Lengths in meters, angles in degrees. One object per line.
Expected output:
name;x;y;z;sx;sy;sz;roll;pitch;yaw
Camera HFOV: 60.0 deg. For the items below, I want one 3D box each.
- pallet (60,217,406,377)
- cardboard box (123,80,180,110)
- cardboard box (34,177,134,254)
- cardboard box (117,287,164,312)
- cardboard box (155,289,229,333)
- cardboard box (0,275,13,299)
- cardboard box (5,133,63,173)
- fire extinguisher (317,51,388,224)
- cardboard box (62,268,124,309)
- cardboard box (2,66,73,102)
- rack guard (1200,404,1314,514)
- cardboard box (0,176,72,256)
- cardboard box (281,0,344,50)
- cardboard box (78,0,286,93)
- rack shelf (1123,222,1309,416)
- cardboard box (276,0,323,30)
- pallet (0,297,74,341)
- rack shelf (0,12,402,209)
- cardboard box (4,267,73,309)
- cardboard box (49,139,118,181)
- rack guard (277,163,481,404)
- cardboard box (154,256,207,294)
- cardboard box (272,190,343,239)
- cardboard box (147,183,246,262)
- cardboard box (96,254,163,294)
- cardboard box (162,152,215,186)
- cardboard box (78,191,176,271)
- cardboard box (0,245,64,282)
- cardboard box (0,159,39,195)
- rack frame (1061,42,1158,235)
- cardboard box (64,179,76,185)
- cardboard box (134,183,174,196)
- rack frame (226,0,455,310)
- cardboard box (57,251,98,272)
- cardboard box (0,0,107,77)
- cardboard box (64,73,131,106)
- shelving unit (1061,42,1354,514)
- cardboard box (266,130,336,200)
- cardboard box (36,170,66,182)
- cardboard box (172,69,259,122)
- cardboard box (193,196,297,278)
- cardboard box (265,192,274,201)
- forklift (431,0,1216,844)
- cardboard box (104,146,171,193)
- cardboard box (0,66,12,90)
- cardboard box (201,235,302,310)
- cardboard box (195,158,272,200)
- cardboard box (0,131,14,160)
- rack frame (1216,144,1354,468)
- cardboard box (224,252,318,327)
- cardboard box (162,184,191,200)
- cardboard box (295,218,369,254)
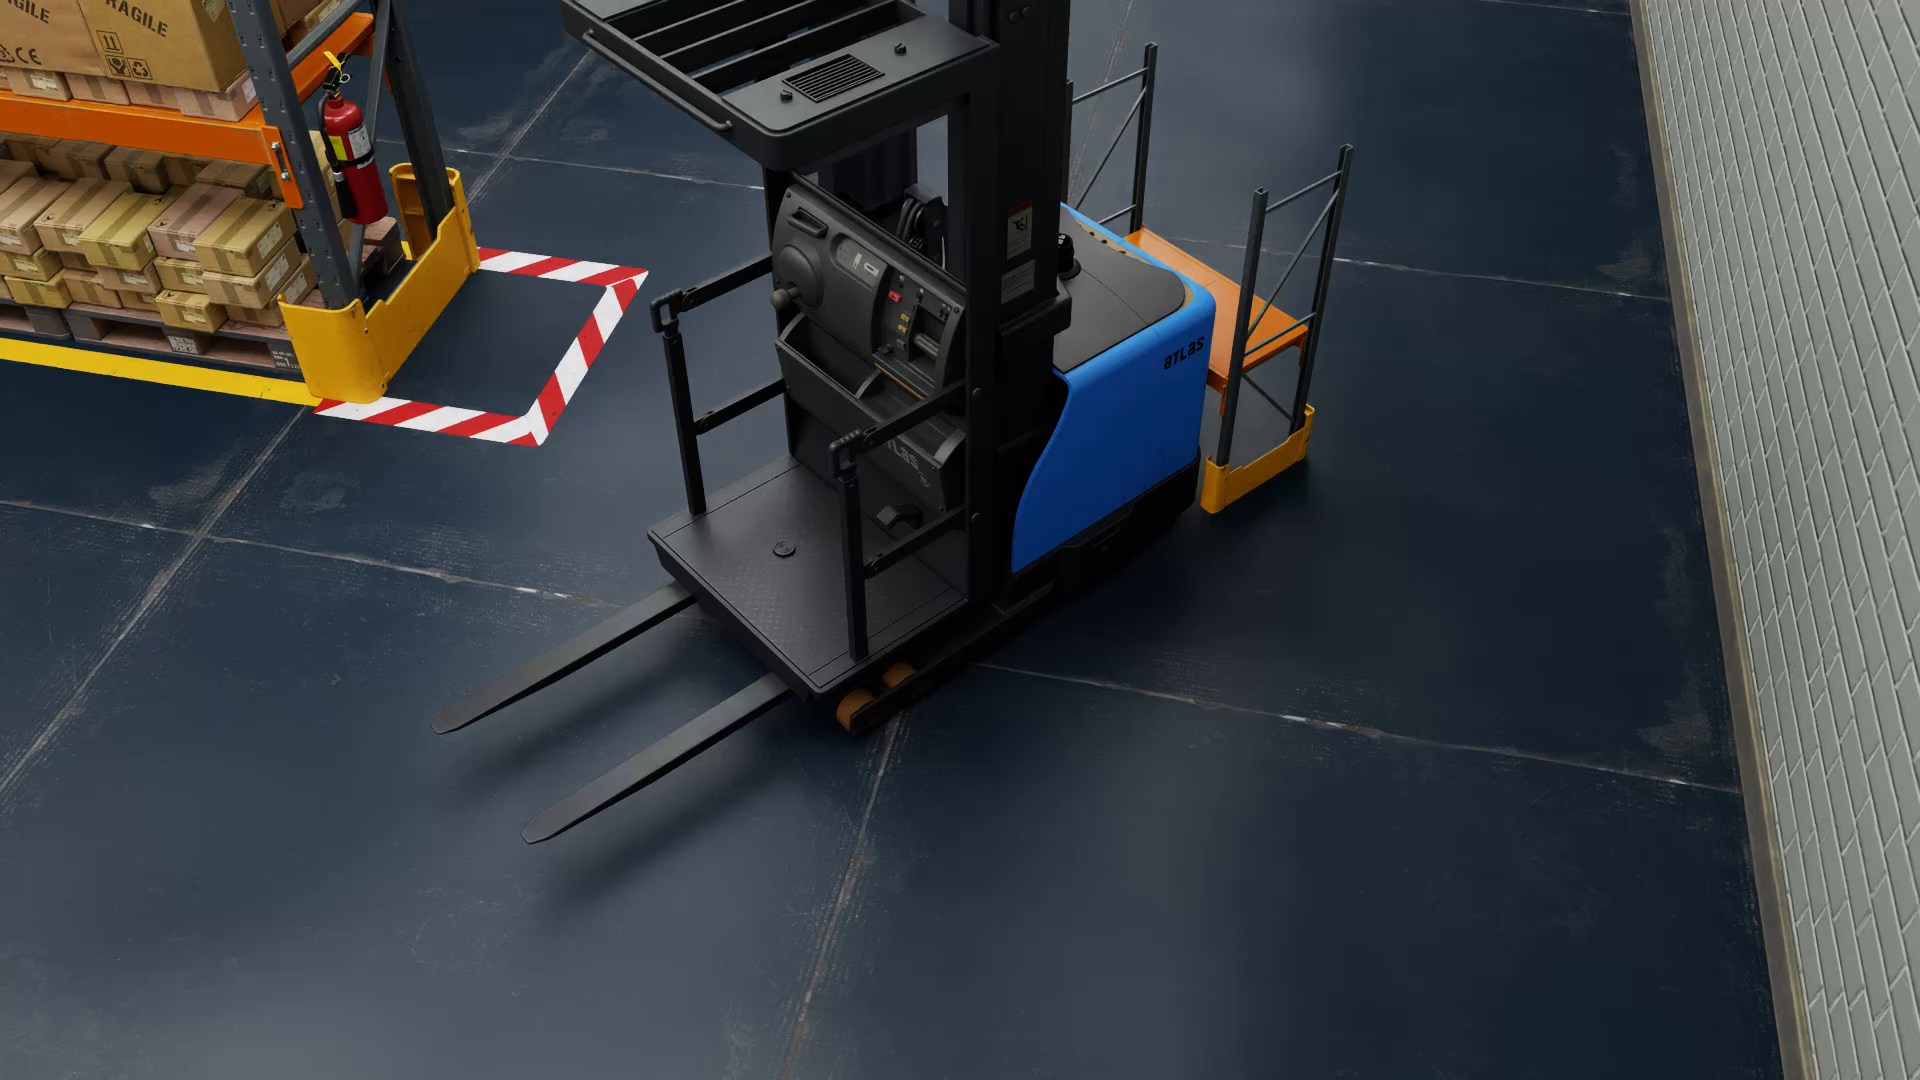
pallet;-3.419;-1.238;7.884;1.213;0.211;1.003;9;45;9
cardboard box;-3.175;-1.915;6.758;0.250;0.149;0.380;9;45;9
cardboard box;-3.884;-1.444;7.411;0.250;0.149;0.380;7;44;7
cardboard box;-3.631;-1.216;7.603;0.250;0.149;0.380;9;45;9
cardboard box;-3.392;-1.118;7.501;0.250;0.149;0.380;10;45;10
cardboard box;-4.400;-1.296;7.686;0.250;0.149;0.380;10;45;10
cardboard box;-4.286;-1.918;7.904;0.250;0.149;0.380;9;45;10
fire extinguisher;-2.415;-1.572;6.545;0.183;0.674;0.296;9;45;9
cardboard box;-3.875;-1.244;7.633;0.250;0.149;0.380;9;45;9
cardboard box;-3.677;-1.966;6.810;0.250;0.149;0.380;10;45;10
rack guard;1.239;-0.345;6.928;0.587;0.250;0.087;-30;51;-27
cardboard box;-4.158;-1.447;7.414;0.250;0.149;0.380;10;45;11
cardboard box;-2.805;-2.265;7.121;0.250;0.149;0.380;8;45;9
cardboard box;-3.055;-2.121;6.504;0.500;0.500;0.500;10;45;10
rack shelf;0.914;-0.936;6.900;0.538;0.185;1.000;-30;51;-27
cardboard box;-2.938;-2.483;6.880;0.500;0.500;0.500;11;45;11
pallet;-4.606;-1.424;8.078;1.213;0.211;1.003;9;45;9
rack shelf;-4.512;-2.128;7.317;4.000;0.370;1.077;9;45;9
cardboard box;-4.138;-1.241;7.629;0.250;0.149;0.380;7;44;7
cardboard box;-4.039;-1.847;7.830;0.250;0.149;0.380;10;45;11
rack guard;-2.634;-1.195;7.631;0.348;0.500;1.175;9;45;9
cardboard box;-3.381;-1.279;7.454;0.250;0.149;0.380;8;44;8
cardboard box;-3.015;-1.569;7.755;0.250;0.149;0.380;11;45;11
cardboard box;-3.365;-1.408;7.374;0.250;0.149;0.380;10;45;10
cardboard box;-3.645;-1.280;7.455;0.250;0.149;0.380;7;44;7
cardboard box;-3.510;-1.817;7.799;0.250;0.149;0.380;9;45;9
cardboard box;-3.645;-1.362;7.326;0.250;0.149;0.380;8;44;8
cardboard box;-4.153;-1.350;7.528;0.250;0.149;0.380;9;45;10
cardboard box;-4.391;-1.562;7.534;0.250;0.149;0.380;7;44;8
rack frame;0.589;-1.336;7.057;0.500;1.500;0.032;-30;51;-27
cardboard box;-4.035;-1.714;7.906;0.250;0.149;0.380;7;44;7
cardboard box;-3.755;-1.738;7.931;0.250;0.149;0.380;10;45;10
rack frame;-2.560;-2.084;6.753;0.127;3.000;1.000;9;45;9
cardboard box;-3.885;-1.390;7.570;0.250;0.149;0.380;8;45;9
cardboard box;-3.556;-2.203;6.589;0.500;0.500;0.500;8;45;8
cardboard box;-3.423;-1.943;6.787;0.250;0.149;0.380;8;45;9
shelving unit;0.920;-1.061;6.770;0.587;1.500;1.083;-30;51;-27
cardboard box;-2.997;-1.732;7.711;0.250;0.149;0.380;7;44;7
cardboard box;-4.309;-1.727;7.920;0.250;0.149;0.380;11;45;11
cardboard box;-2.940;-1.852;6.692;0.250;0.149;0.380;9;45;9
cardboard box;-3.132;-1.332;7.294;0.250;0.149;0.380;9;45;10
cardboard box;-3.270;-1.648;7.838;0.250;0.149;0.380;9;45;9
forklift;-0.476;-0.769;5.436;3.031;2.935;1.130;-31;52;-28
cardboard box;-3.771;-1.799;7.780;0.250;0.149;0.380;7;44;7
cardboard box;-3.927;-2.025;6.872;0.250;0.149;0.380;7;44;7
cardboard box;-3.138;-1.202;7.375;0.250;0.149;0.380;8;44;8
cardboard box;-3.293;-1.692;7.669;0.250;0.149;0.380;10;45;10
cardboard box;-4.552;-1.891;7.876;0.250;0.149;0.380;9;45;9
rack frame;1.240;-0.795;6.494;0.500;1.500;0.032;-30;51;-27
cardboard box;-3.119;-1.147;7.532;0.250;0.149;0.380;10;45;10
cardboard box;-3.528;-1.626;7.814;0.250;0.149;0.380;9;45;10
cardboard box;-3.002;-1.505;7.903;0.250;0.149;0.380;10;45;10
